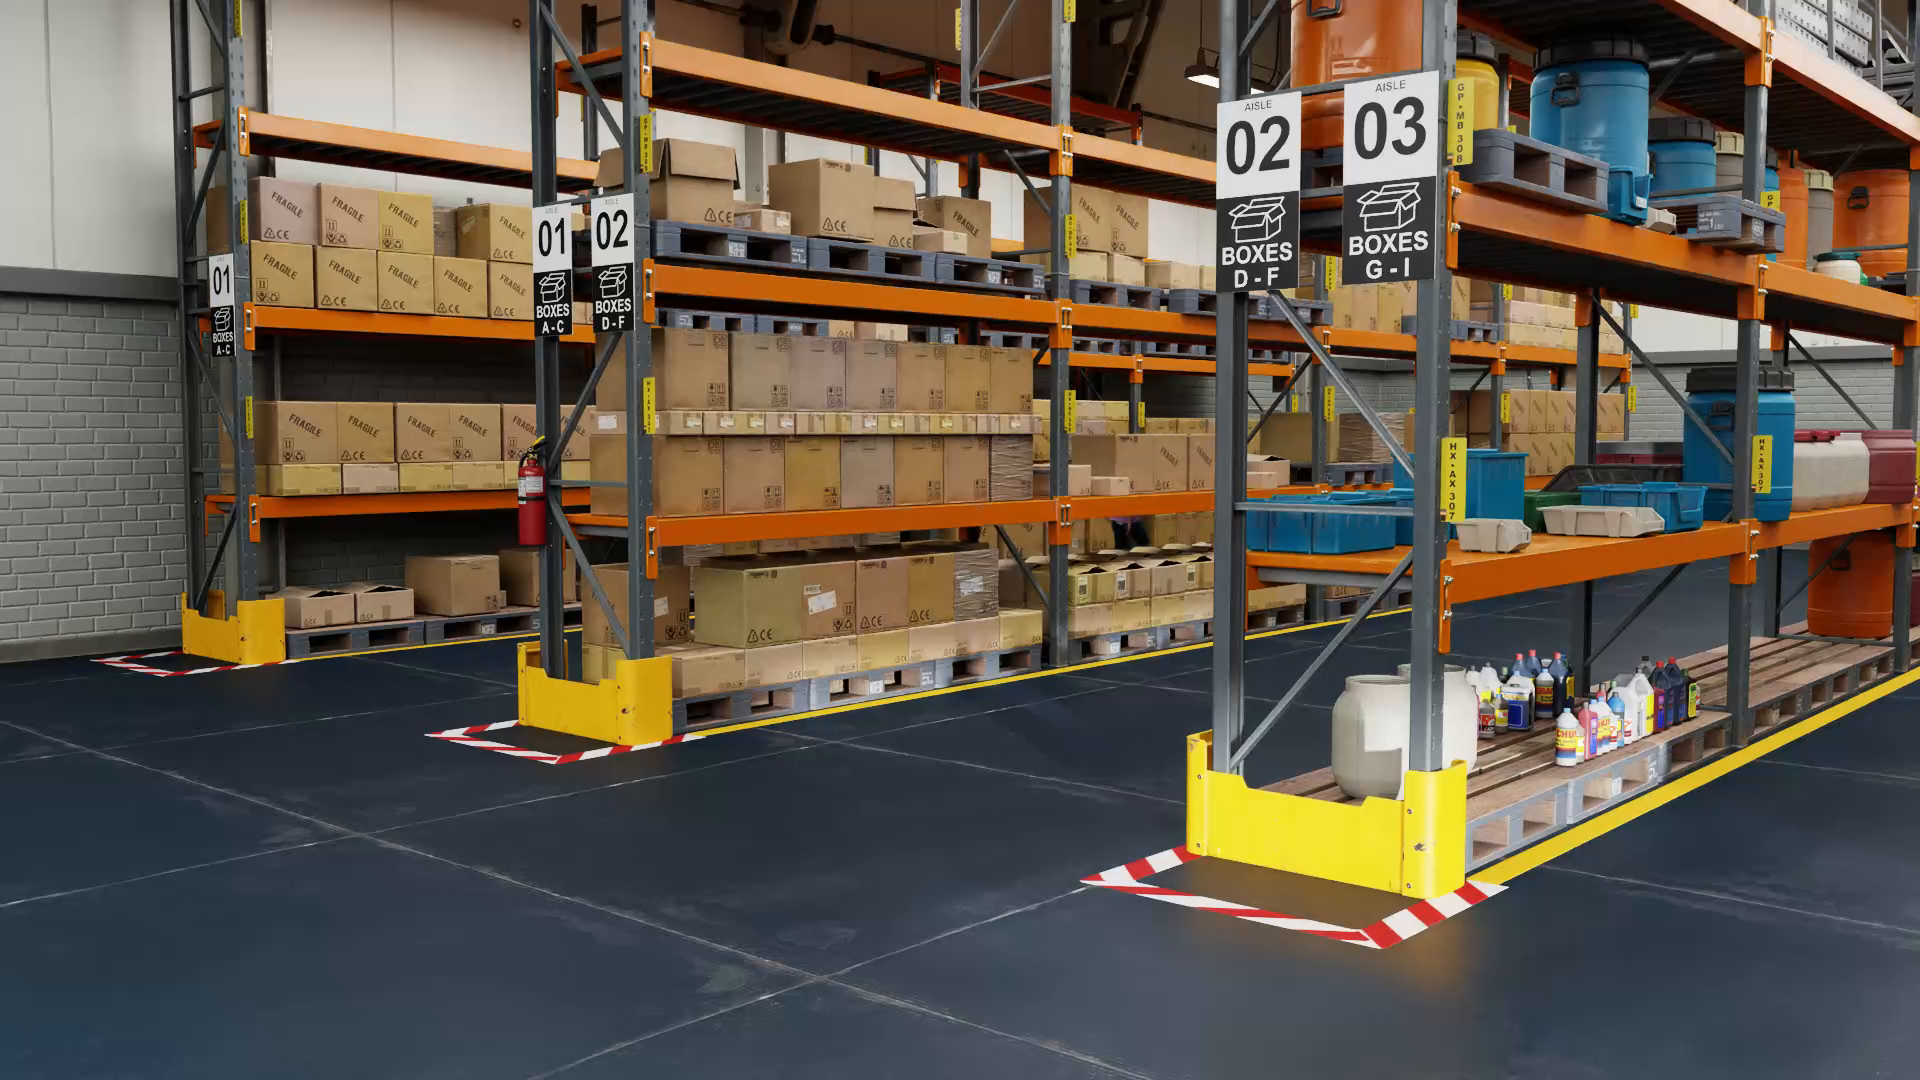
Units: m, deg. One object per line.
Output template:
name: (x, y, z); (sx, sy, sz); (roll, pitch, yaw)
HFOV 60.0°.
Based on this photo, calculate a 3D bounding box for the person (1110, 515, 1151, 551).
person: (1.838, -0.162, 18.244); (0.465, 1.617, 0.416); (-3, 5, -35)
